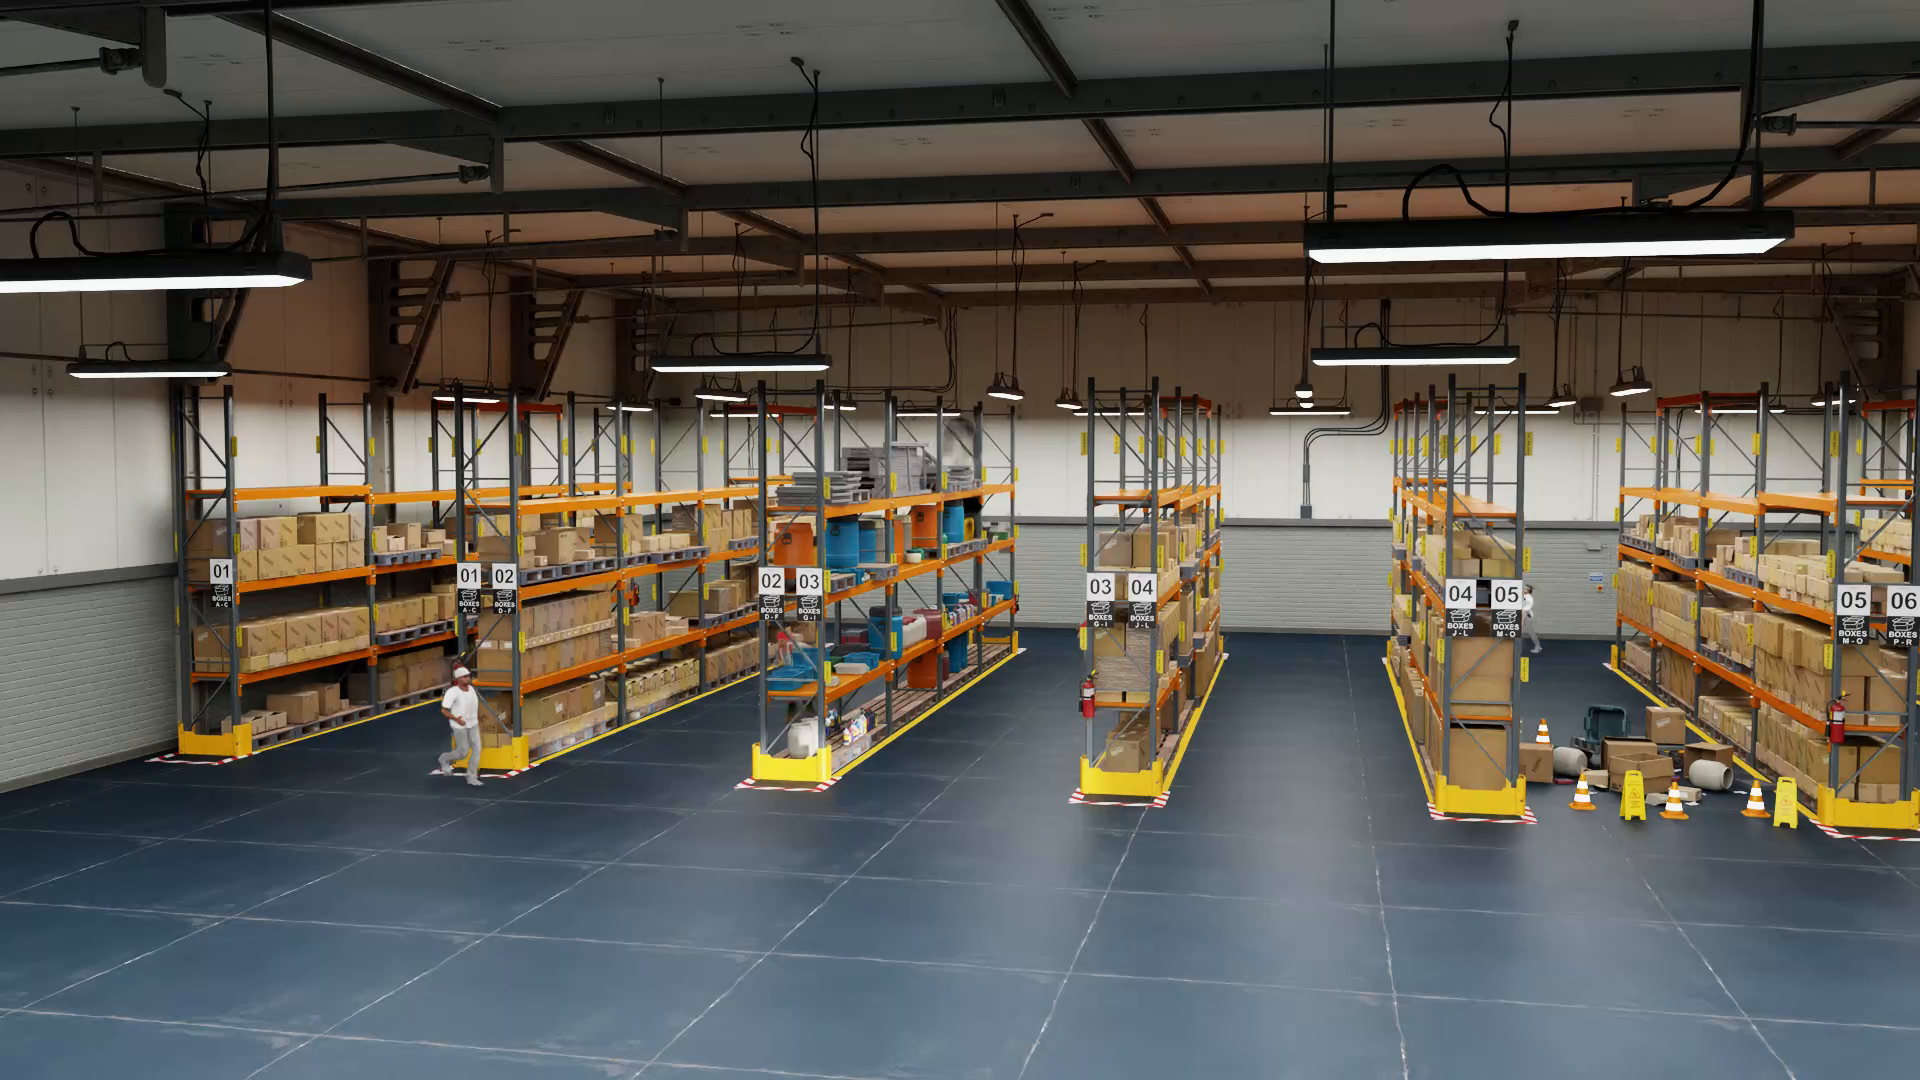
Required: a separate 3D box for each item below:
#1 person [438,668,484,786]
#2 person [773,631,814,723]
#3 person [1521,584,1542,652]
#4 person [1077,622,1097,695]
[{"bbox_3d":[-7.378,2.758,24.661,0.828,1.748,0.703,2,4,32],"label":"person"},{"bbox_3d":[-2.990,2.491,30.377,0.707,1.715,1.017,2,4,35],"label":"person"},{"bbox_3d":[13.648,1.919,40.092,0.731,1.749,0.578,-1,3,-10],"label":"person"},{"bbox_3d":[2.714,2.260,33.847,0.652,1.709,0.893,0,3,8],"label":"person"}]
